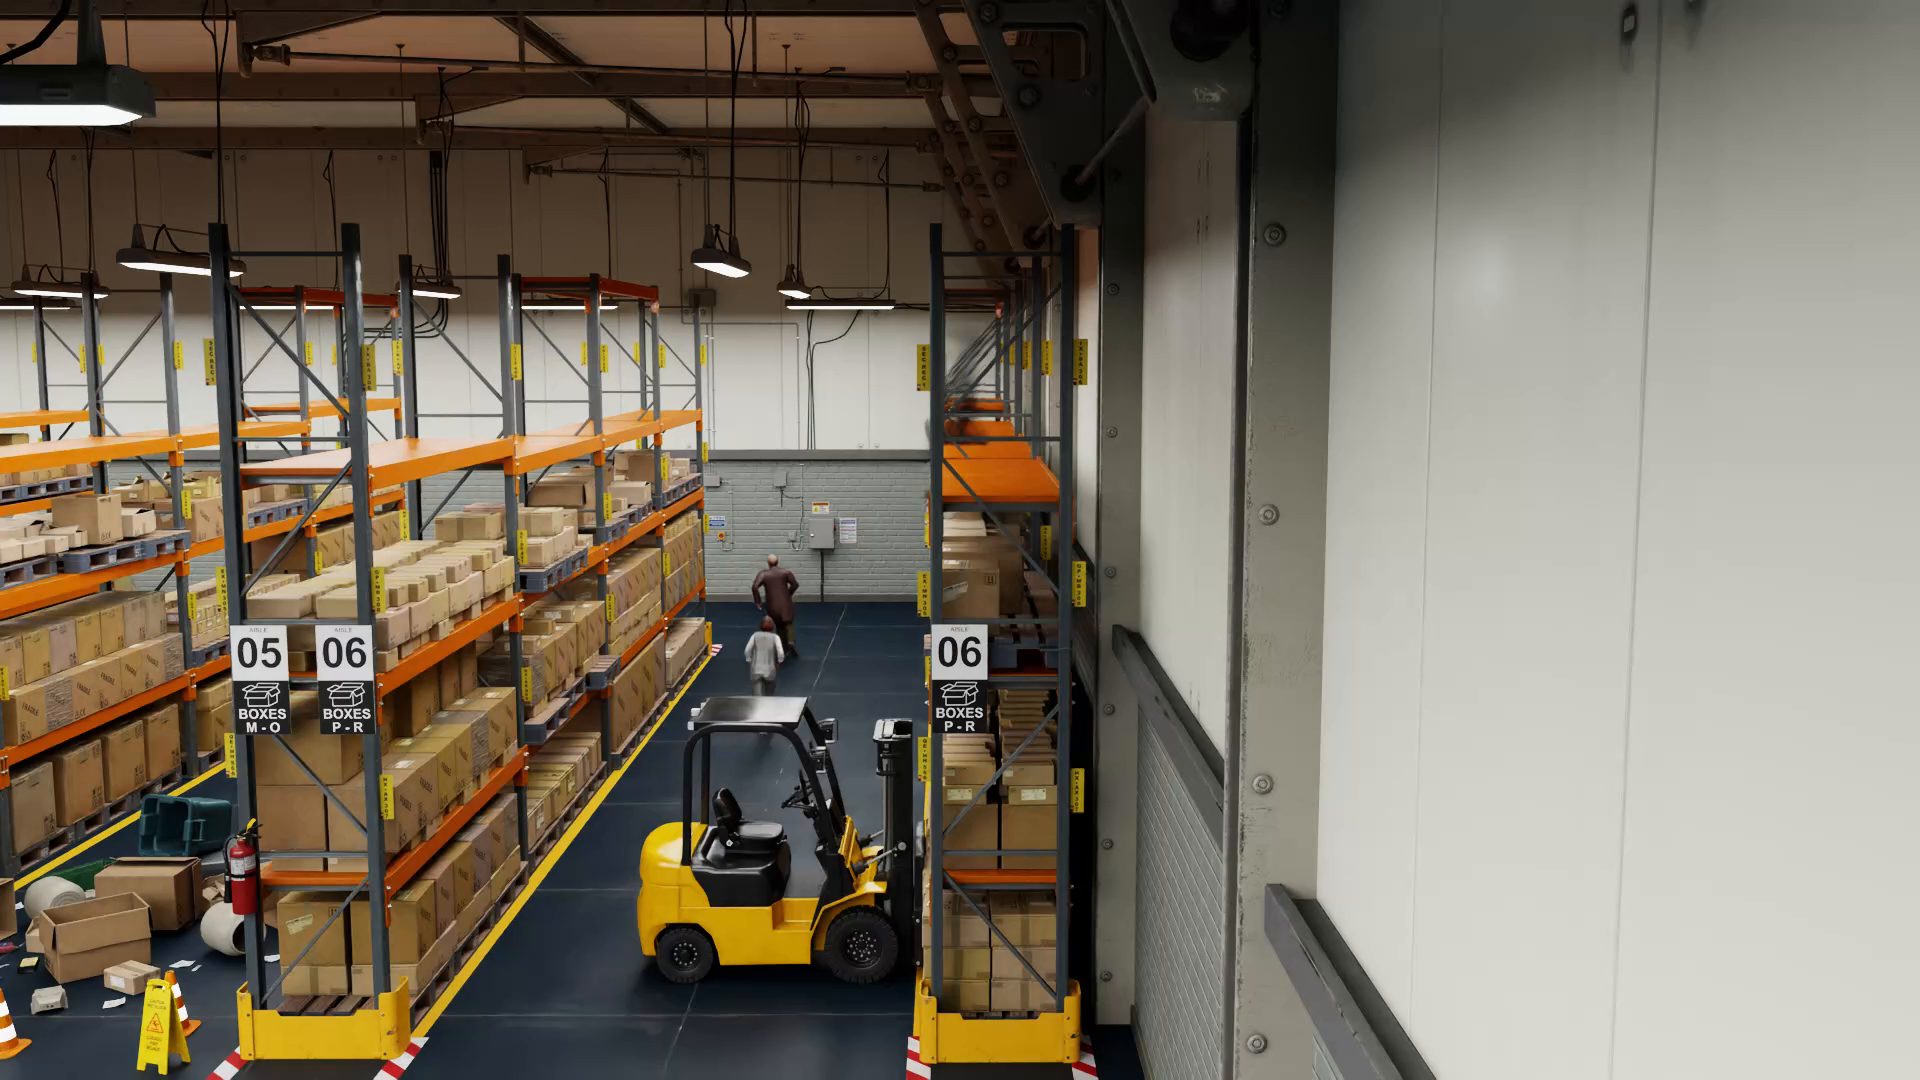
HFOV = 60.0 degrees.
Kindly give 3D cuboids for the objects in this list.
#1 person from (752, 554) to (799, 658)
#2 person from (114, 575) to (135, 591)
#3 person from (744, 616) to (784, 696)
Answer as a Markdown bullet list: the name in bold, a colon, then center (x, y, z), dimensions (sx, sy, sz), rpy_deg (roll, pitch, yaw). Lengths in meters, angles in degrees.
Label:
- **person**: center (-3.043, 1.120, 27.445), dimensions (0.773, 1.765, 0.843), rpy_deg (-1, 7, -9)
- **person**: center (-14.768, 0.969, 29.185), dimensions (0.707, 1.652, 0.589), rpy_deg (2, 7, 15)
- **person**: center (-2.613, 1.827, 22.203), dimensions (0.542, 1.583, 0.857), rpy_deg (0, 7, -1)
